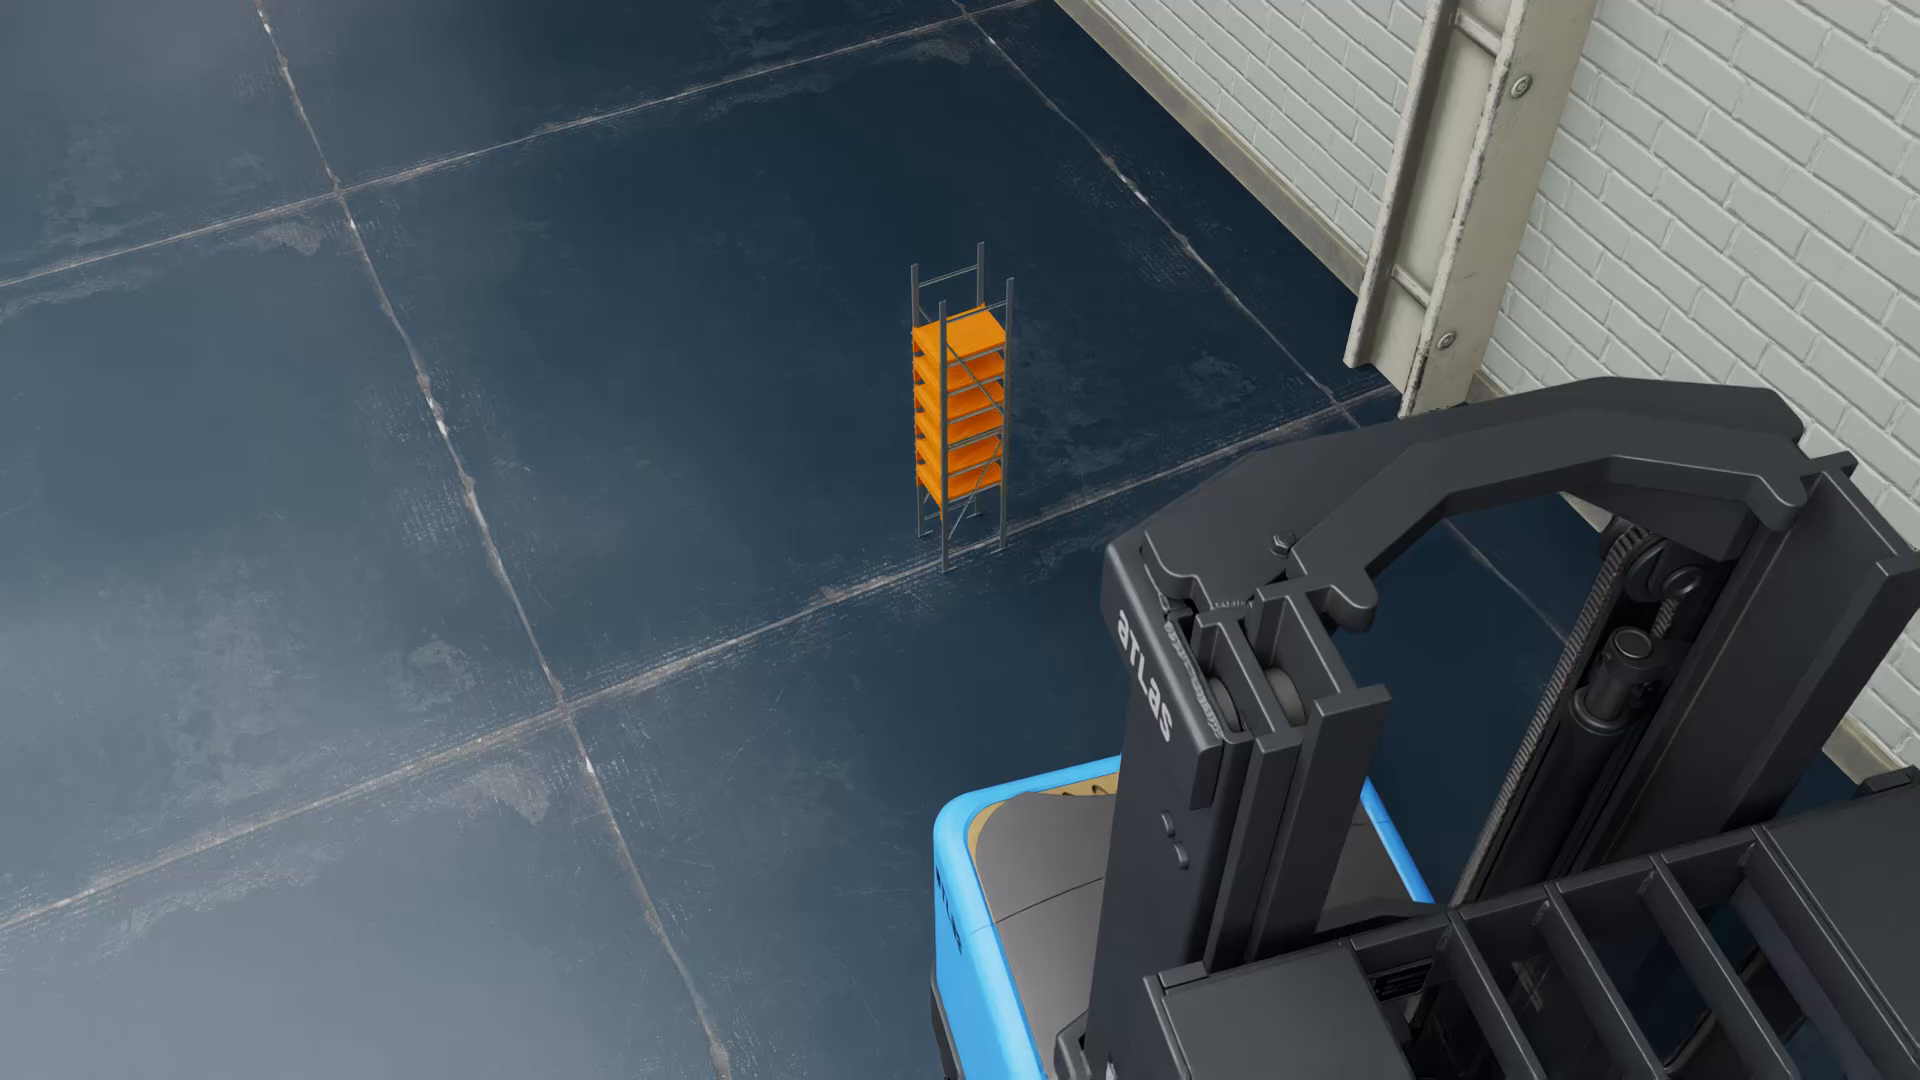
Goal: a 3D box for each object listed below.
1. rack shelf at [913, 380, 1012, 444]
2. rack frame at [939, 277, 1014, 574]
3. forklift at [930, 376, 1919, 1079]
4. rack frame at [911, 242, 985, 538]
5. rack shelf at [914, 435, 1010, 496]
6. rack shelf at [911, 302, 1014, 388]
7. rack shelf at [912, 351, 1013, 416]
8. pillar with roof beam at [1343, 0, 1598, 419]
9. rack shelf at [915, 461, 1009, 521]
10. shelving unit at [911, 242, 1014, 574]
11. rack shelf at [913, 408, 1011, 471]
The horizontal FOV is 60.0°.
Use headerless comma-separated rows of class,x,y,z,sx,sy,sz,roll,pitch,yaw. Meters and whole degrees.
rack shelf,0.007,-0.435,5.233,0.258,0.103,0.180,-21,52,-18
rack frame,0.049,-0.324,5.236,0.240,1.200,0.006,-21,52,-18
forklift,0.823,1.306,2.661,1.130,2.935,3.031,-12,50,-11
rack frame,-0.035,-0.447,5.343,0.240,1.200,0.006,-21,52,-18
rack shelf,0.007,-0.277,5.414,0.258,0.103,0.180,-21,52,-18
rack shelf,0.007,-0.593,5.052,0.258,0.103,0.180,-21,52,-18
rack shelf,0.007,-0.514,5.143,0.258,0.103,0.180,-21,52,-18
pillar with roof beam,-2.141,-2.089,1.599,9.100,9.000,0.400,-21,52,-18
rack shelf,0.007,-0.198,5.504,0.258,0.103,0.180,-21,52,-18
shelving unit,0.007,-0.385,5.290,0.258,1.200,0.189,-21,52,-18
rack shelf,0.007,-0.356,5.323,0.258,0.103,0.180,-21,52,-18
